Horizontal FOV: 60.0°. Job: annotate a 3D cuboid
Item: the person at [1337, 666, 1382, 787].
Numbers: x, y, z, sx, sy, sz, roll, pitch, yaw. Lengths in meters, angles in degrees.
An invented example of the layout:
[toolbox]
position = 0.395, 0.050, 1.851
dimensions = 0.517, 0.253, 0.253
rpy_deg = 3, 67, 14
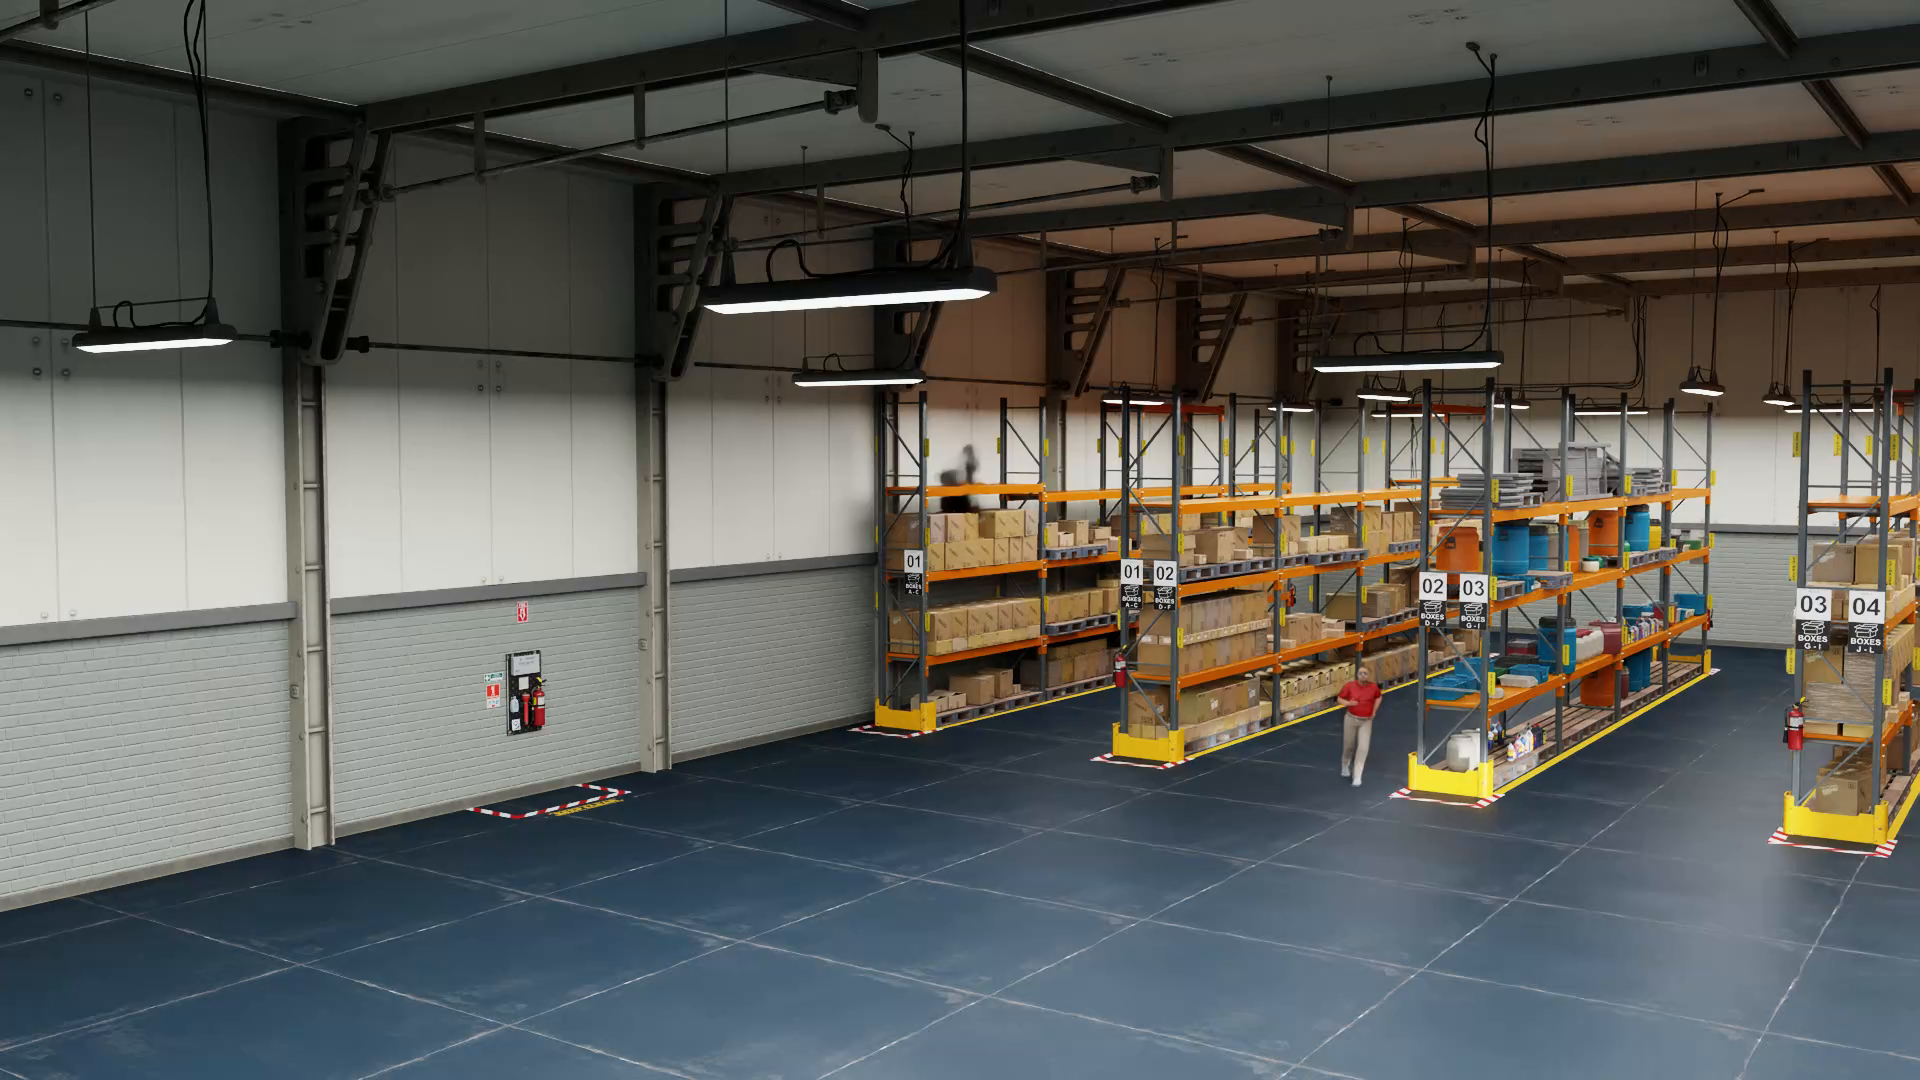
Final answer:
[person]
position = 5.973, 2.771, 24.876
dimensions = 0.662, 1.788, 0.816
rpy_deg = 1, 3, 11
